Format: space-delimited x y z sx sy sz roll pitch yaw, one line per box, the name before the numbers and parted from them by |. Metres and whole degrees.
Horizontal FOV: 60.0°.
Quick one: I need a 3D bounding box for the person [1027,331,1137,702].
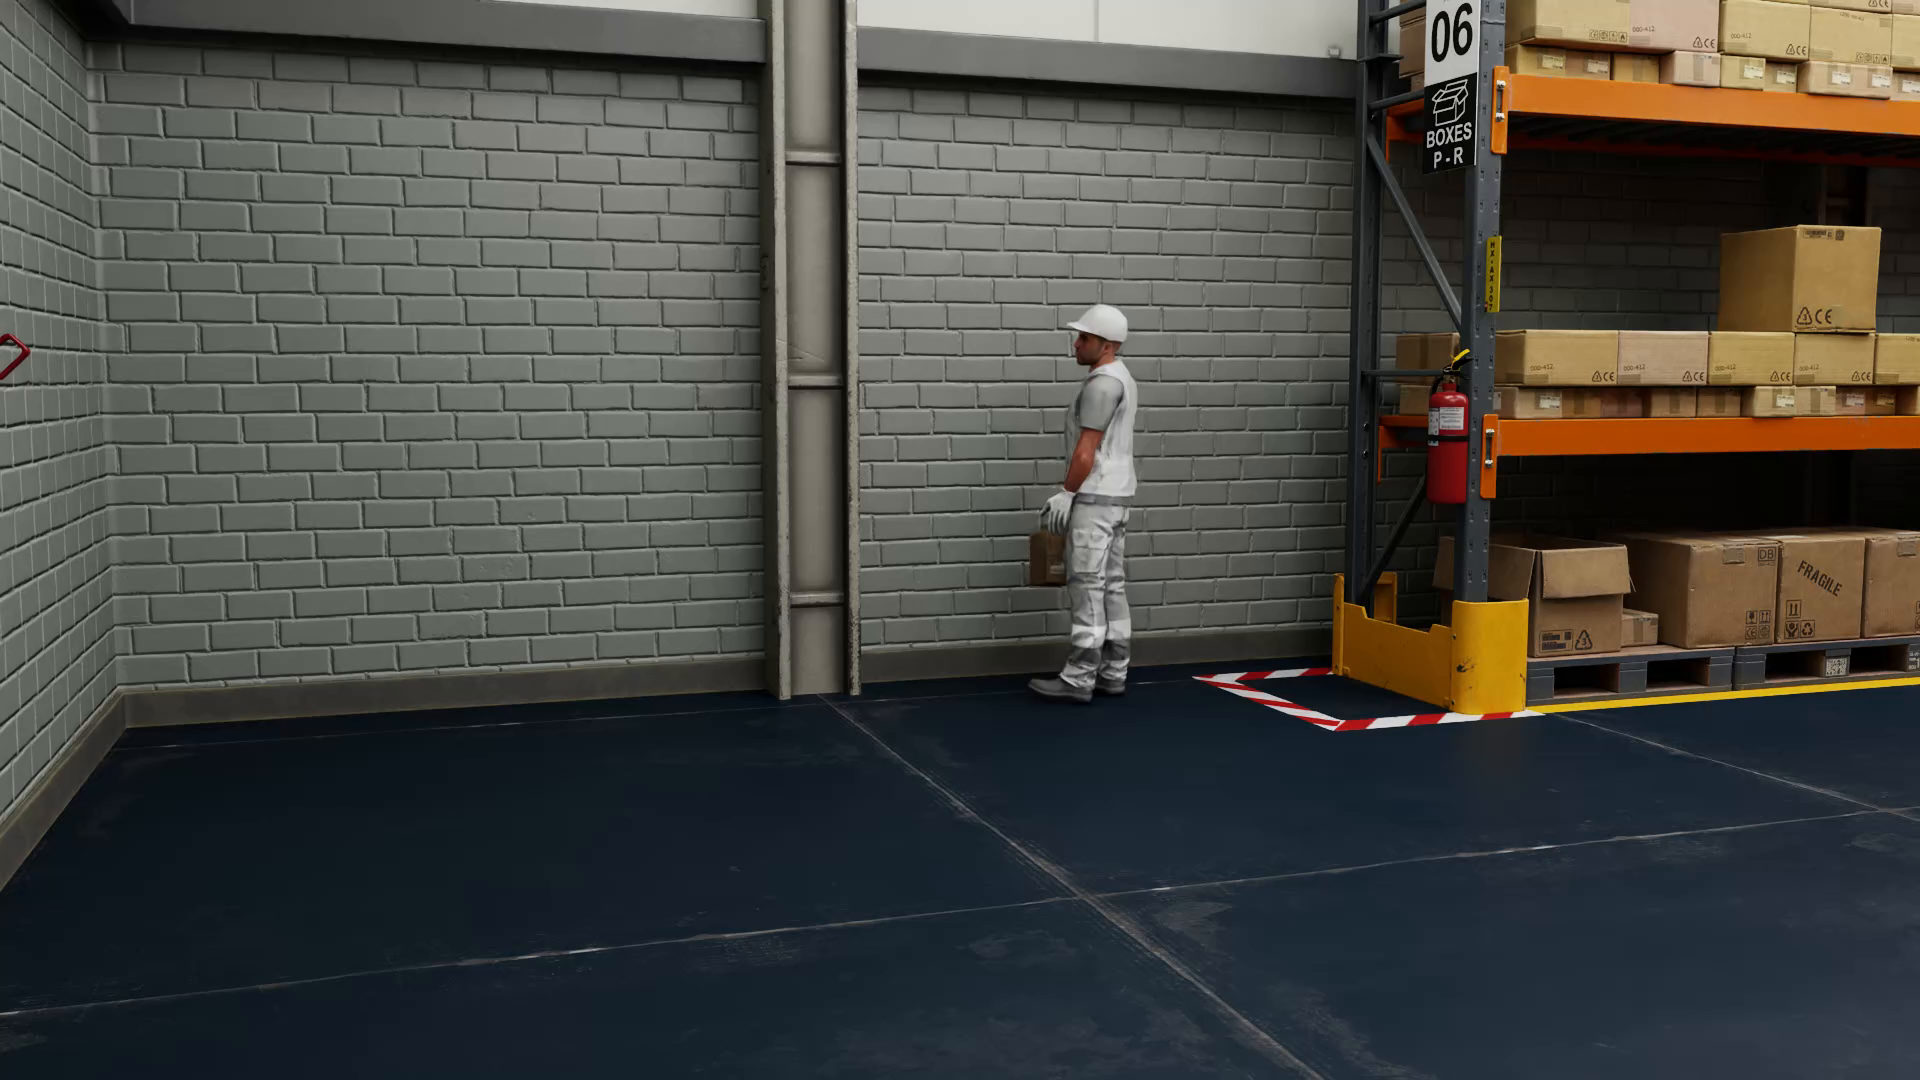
person | 0.570 -0.146 7.615 0.470 1.749 0.572 2 6 16
